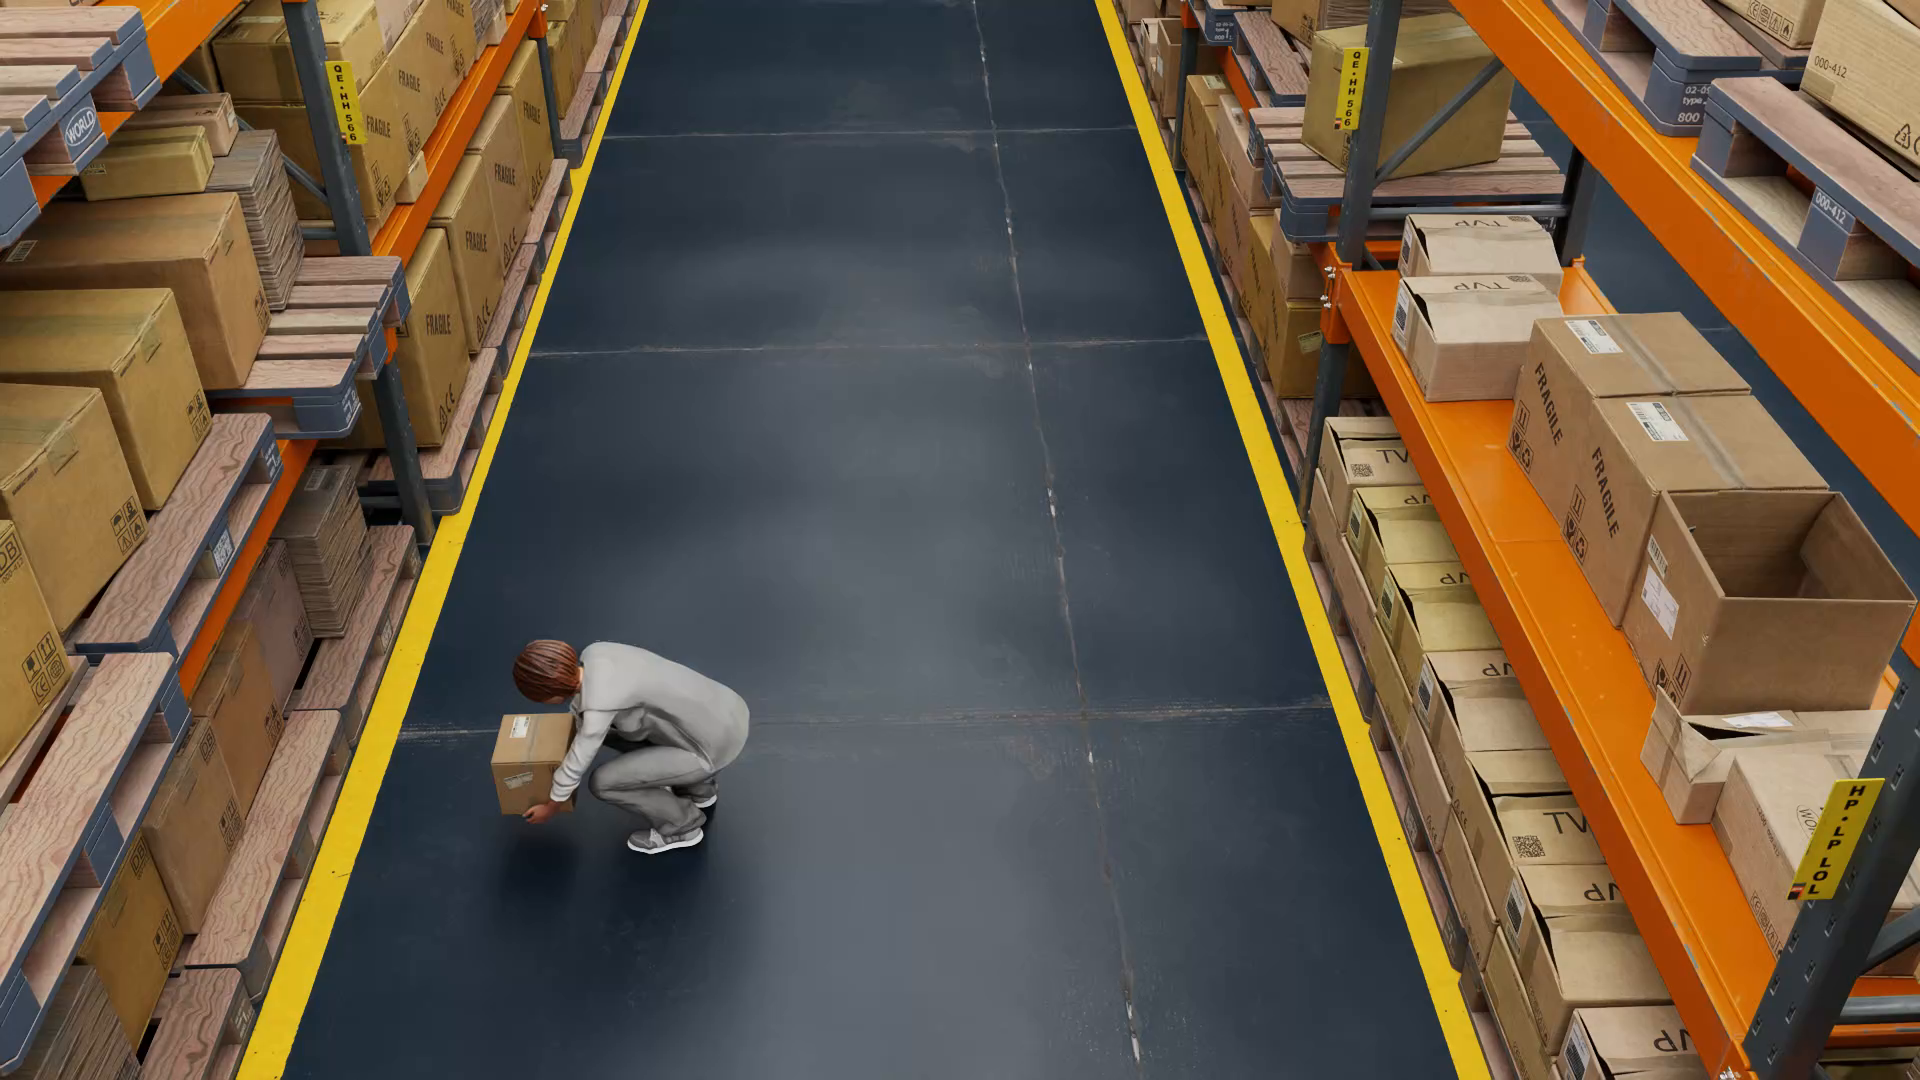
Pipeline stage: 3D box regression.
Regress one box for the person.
[{"bbox_3d":[-1.138,0.691,5.803,0.807,0.890,0.447,-2,36,-2],"label":"person"}]
